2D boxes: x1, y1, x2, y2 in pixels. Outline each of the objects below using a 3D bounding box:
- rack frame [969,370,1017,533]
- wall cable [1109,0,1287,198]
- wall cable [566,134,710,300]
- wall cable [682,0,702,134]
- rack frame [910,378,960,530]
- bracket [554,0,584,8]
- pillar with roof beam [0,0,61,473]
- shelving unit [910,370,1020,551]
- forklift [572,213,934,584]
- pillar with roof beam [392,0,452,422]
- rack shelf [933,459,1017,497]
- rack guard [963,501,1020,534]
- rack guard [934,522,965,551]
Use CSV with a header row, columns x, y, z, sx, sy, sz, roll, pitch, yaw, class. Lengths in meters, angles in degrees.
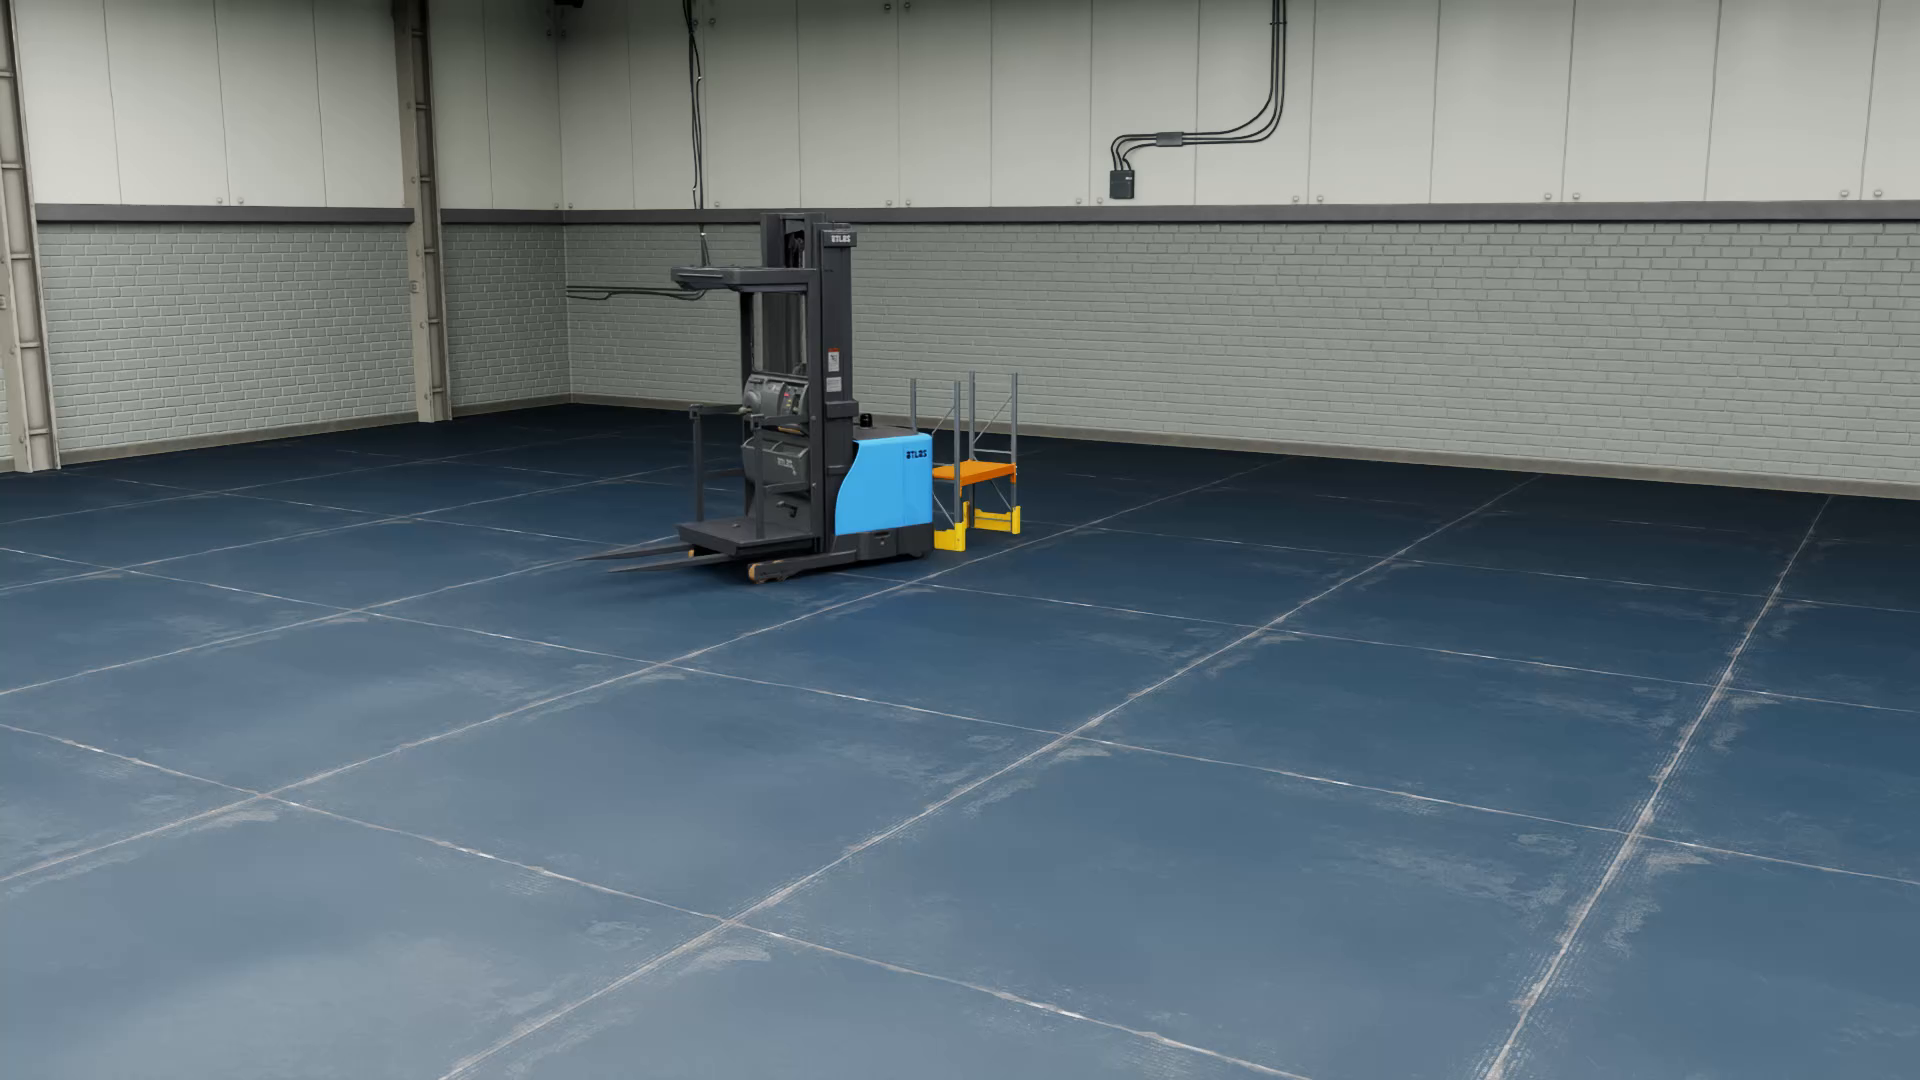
x,y,z,sx,sy,sz,roll,pitch,yaw,class
0.308,-0.831,15.611,0.500,1.500,0.032,6,12,31,rack frame
2.951,-7.300,20.547,2.305,6.003,0.169,6,12,31,wall cable
-5.155,-5.012,26.004,3.097,2.526,0.112,6,12,31,wall cable
-2.843,-7.236,24.159,3.097,2.526,0.112,6,12,31,wall cable
-0.220,-0.671,14.757,0.500,1.500,0.032,6,12,31,rack frame
-6.065,-8.374,25.745,0.235,0.232,0.430,6,12,31,bracket
-7.250,-4.846,16.681,9.100,9.000,0.400,6,12,31,pillar with roof beam
0.040,-0.749,15.176,0.587,1.500,1.083,6,12,31,shelving unit
-1.698,-1.199,13.688,3.031,2.935,1.130,-8,13,-37,forklift
-4.135,-5.790,21.721,9.100,9.000,0.548,6,12,31,pillar with roof beam
0.044,-0.574,15.217,0.538,0.185,1.000,6,12,31,rack shelf
0.298,-0.213,15.709,0.587,0.250,0.087,6,12,31,rack guard
-0.219,-0.057,14.873,0.587,0.250,0.087,6,12,31,rack guard
